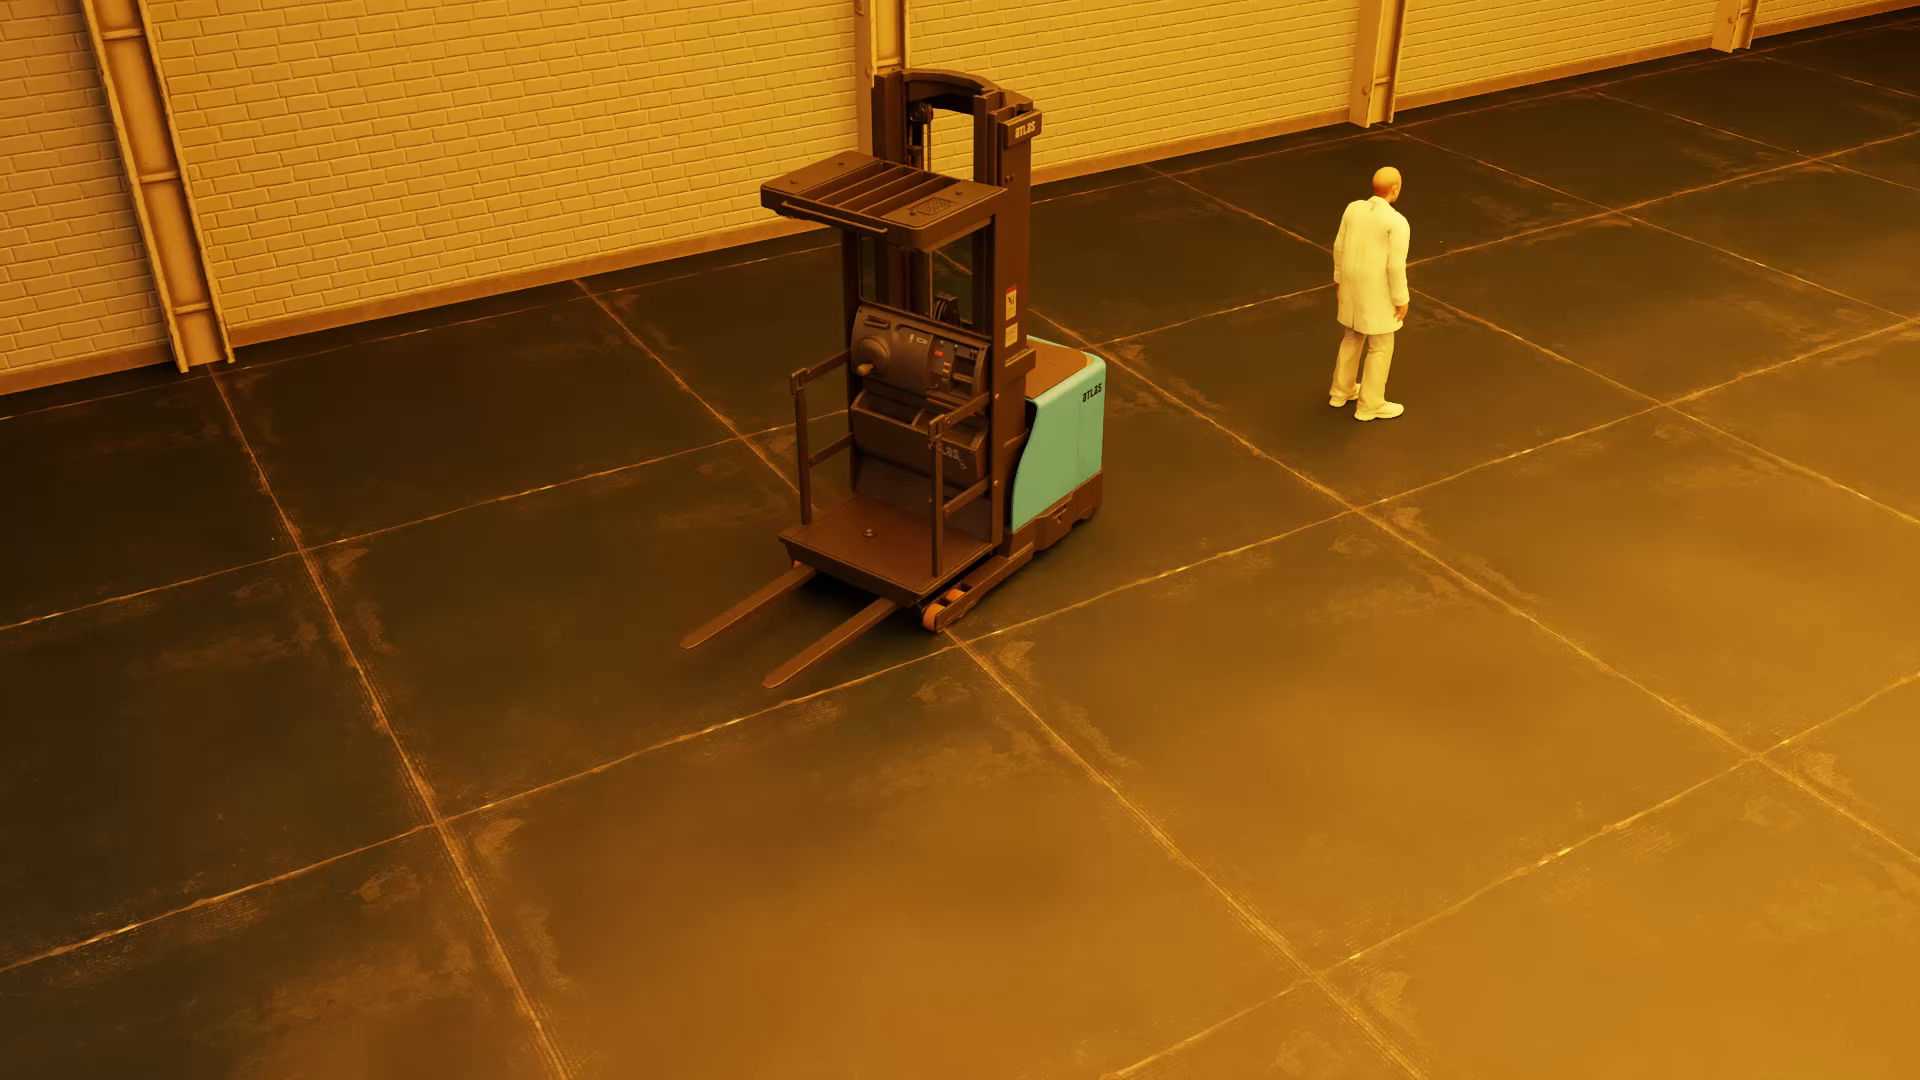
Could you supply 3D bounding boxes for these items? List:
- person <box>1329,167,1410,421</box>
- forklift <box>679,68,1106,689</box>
[{"bbox_3d":[2.882,-1.740,11.680,0.435,1.773,0.651,-20,36,-30],"label":"person"},{"bbox_3d":[-0.365,-1.007,9.329,1.130,2.935,3.031,21,37,31],"label":"forklift"}]
